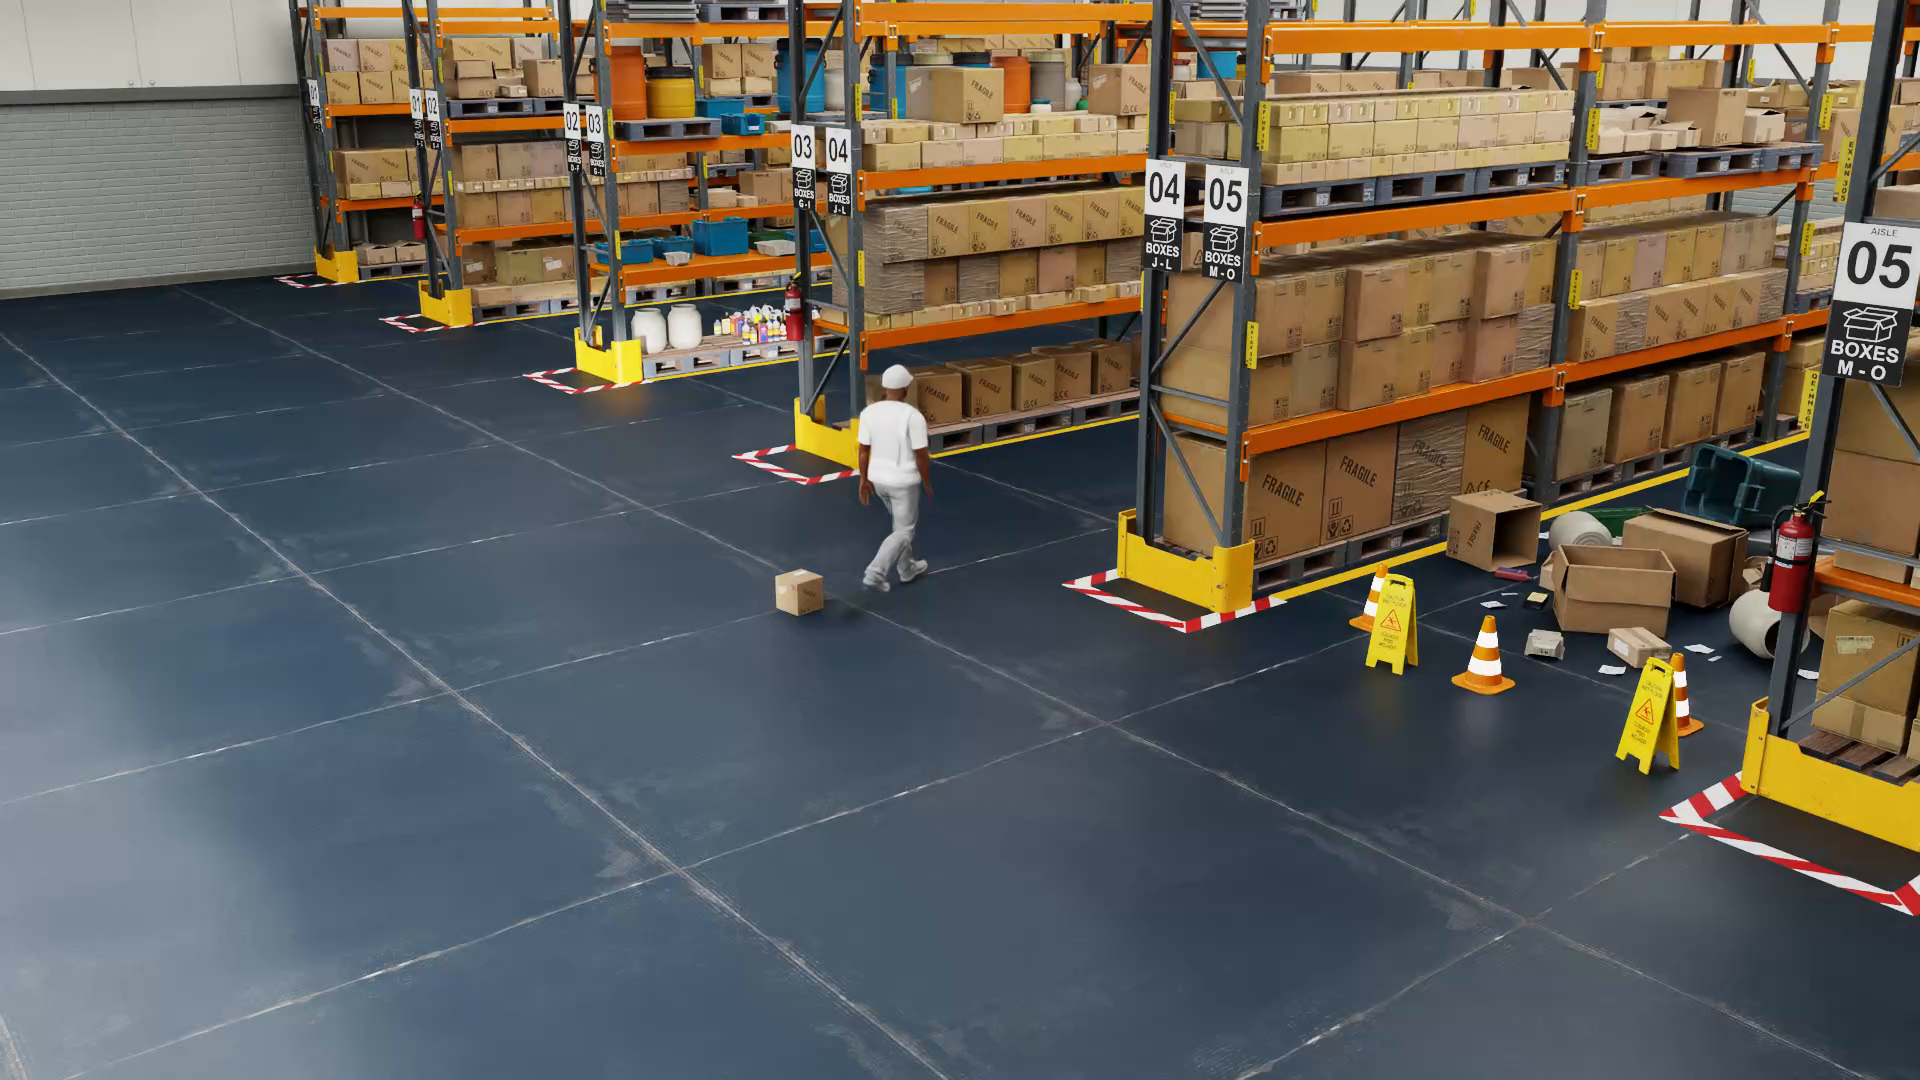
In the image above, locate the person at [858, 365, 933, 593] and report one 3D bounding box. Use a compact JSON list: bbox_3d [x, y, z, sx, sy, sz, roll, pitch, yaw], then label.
[{"bbox_3d":[-0.491,-0.443,12.424,0.561,1.736,0.980,12,21,32],"label":"person"}]
